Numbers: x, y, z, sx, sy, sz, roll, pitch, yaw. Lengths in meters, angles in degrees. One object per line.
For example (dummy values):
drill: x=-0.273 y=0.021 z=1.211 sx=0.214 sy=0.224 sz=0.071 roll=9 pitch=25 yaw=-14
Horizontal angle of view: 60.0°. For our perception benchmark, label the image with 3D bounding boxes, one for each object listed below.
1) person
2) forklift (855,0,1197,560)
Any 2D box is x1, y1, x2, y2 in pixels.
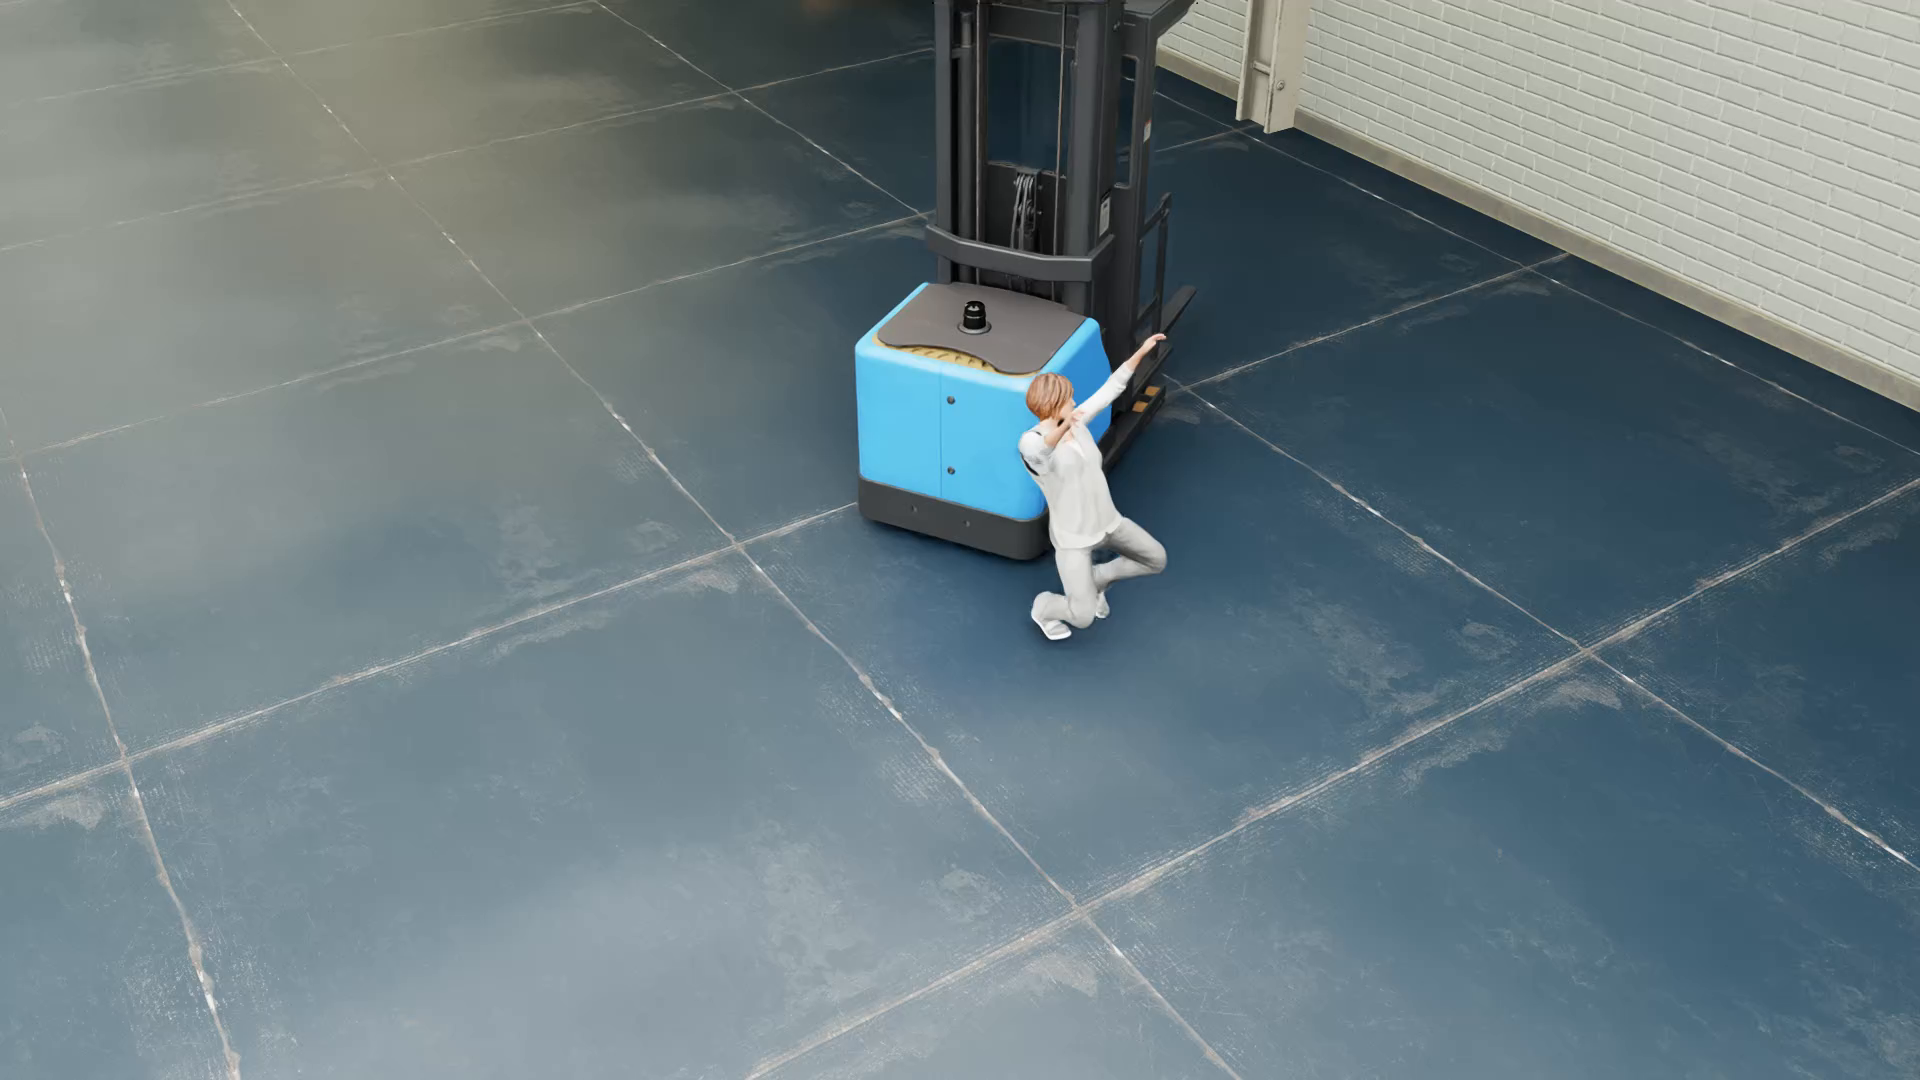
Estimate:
person: x=0.588 y=-0.188 z=7.666 sx=0.661 sy=1.480 sz=0.821 roll=29 pitch=44 yaw=35
forklift: x=0.554 y=-1.934 z=8.900 sx=1.130 sy=2.935 sz=3.031 roll=15 pitch=38 yaw=21
